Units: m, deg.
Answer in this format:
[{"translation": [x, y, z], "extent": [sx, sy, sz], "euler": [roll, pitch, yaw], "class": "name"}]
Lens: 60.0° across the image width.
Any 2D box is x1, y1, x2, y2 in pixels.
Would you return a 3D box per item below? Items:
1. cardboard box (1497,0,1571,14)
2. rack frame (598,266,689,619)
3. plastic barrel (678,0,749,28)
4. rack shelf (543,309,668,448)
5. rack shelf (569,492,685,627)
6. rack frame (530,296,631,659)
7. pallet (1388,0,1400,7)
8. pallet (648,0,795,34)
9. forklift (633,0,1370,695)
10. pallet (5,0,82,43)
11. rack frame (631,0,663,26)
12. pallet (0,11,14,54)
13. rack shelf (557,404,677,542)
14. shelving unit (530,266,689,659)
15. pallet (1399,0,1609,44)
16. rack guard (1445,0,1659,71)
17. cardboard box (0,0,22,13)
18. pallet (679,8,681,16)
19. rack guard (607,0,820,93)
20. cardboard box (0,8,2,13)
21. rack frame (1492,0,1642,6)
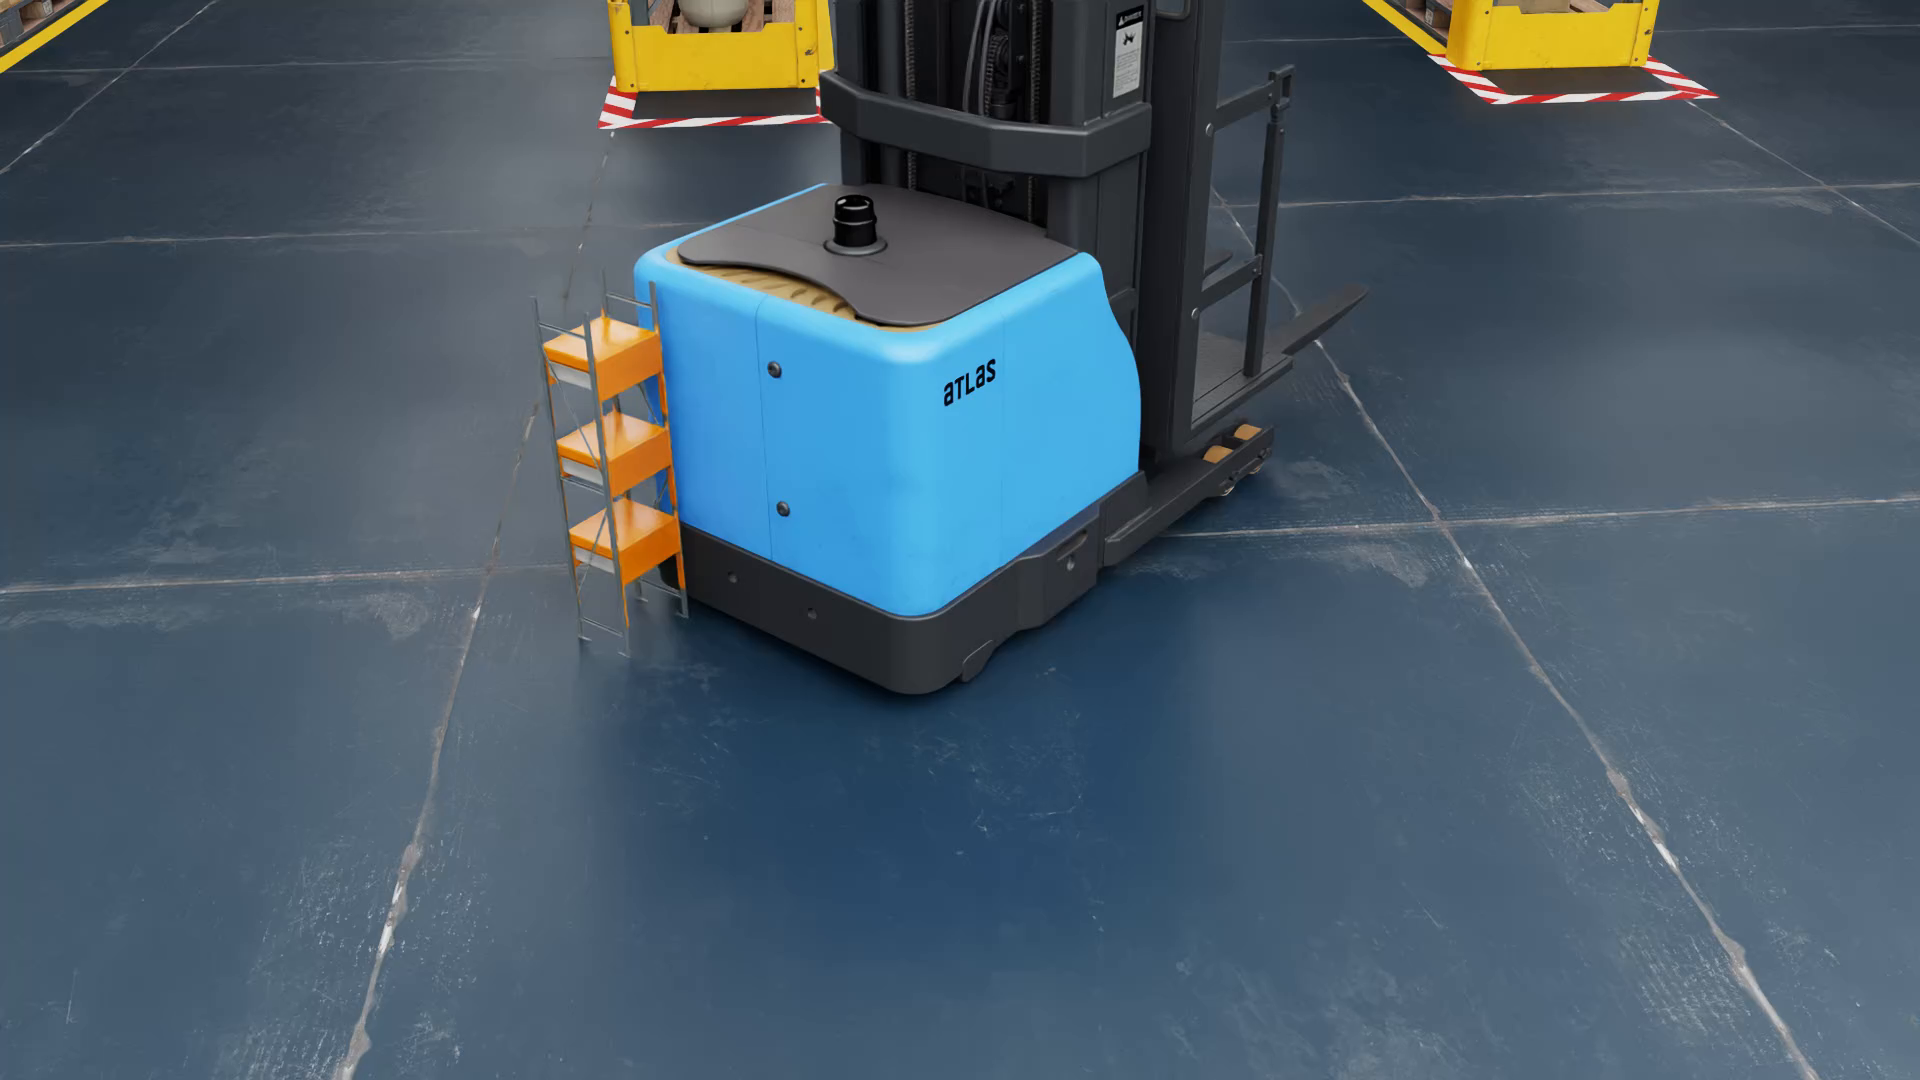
[{"translation": [3.534, -3.599, 10.378], "extent": [0.500, 0.500, 0.500], "euler": [3, 31, 5], "class": "cardboard box"}, {"translation": [-0.878, -0.248, 4.642], "extent": [0.200, 1.050, 0.008], "euler": [19, 36, 28], "class": "rack frame"}, {"translation": [-1.493, -3.379, 9.999], "extent": [0.421, 0.512, 0.421], "euler": [0, 31, 0], "class": "plastic barrel"}, {"translation": [-0.945, -0.431, 4.415], "extent": [0.215, 0.259, 0.240], "euler": [19, 36, 28], "class": "rack shelf"}, {"translation": [-0.945, 0.052, 4.703], "extent": [0.215, 0.259, 0.240], "euler": [19, 36, 28], "class": "rack shelf"}, {"translation": [-1.013, -0.144, 4.467], "extent": [0.200, 1.050, 0.008], "euler": [19, 36, 28], "class": "rack frame"}, {"translation": [3.417, -4.052, 11.827], "extent": [1.003, 0.211, 1.213], "euler": [-3, 31, -5], "class": "pallet"}, {"translation": [-1.480, -3.189, 10.383], "extent": [1.003, 0.211, 1.213], "euler": [-3, 31, -5], "class": "pallet"}, {"translation": [0.406, -1.541, 4.972], "extent": [1.130, 2.935, 3.031], "euler": [22, 37, 32], "class": "forklift"}, {"translation": [-6.512, -3.512, 10.924], "extent": [1.003, 0.211, 1.213], "euler": [-3, 31, -5], "class": "pallet"}, {"translation": [-1.356, -3.935, 8.912], "extent": [1.000, 3.000, 0.127], "euler": [-3, 31, -5], "class": "rack frame"}, {"translation": [-6.401, -2.891, 9.884], "extent": [1.003, 0.211, 1.213], "euler": [-3, 31, -5], "class": "pallet"}, {"translation": [-0.945, -0.187, 4.560], "extent": [0.215, 0.259, 0.240], "euler": [19, 36, 28], "class": "rack shelf"}, {"translation": [-0.945, -0.196, 4.555], "extent": [0.215, 1.050, 0.252], "euler": [19, 36, 28], "class": "shelving unit"}, {"translation": [3.528, -3.430, 10.787], "extent": [1.003, 0.211, 1.213], "euler": [-3, 31, -5], "class": "pallet"}, {"translation": [3.569, -3.138, 10.016], "extent": [1.175, 0.500, 0.348], "euler": [-3, 31, -5], "class": "rack guard"}, {"translation": [-6.213, -3.494, 10.446], "extent": [0.500, 0.250, 0.500], "euler": [-3, 31, -5], "class": "cardboard box"}, {"translation": [-1.591, -3.811, 11.424], "extent": [1.003, 0.211, 1.213], "euler": [-3, 31, -5], "class": "pallet"}, {"translation": [-1.410, -2.898, 9.614], "extent": [1.175, 0.500, 0.348], "euler": [-3, 31, -5], "class": "rack guard"}, {"translation": [-6.167, -3.239, 10.019], "extent": [0.500, 0.250, 0.500], "euler": [-3, 31, -5], "class": "cardboard box"}, {"translation": [3.576, -4.172, 9.310], "extent": [1.000, 3.000, 0.127], "euler": [-3, 31, -5], "class": "rack frame"}]
